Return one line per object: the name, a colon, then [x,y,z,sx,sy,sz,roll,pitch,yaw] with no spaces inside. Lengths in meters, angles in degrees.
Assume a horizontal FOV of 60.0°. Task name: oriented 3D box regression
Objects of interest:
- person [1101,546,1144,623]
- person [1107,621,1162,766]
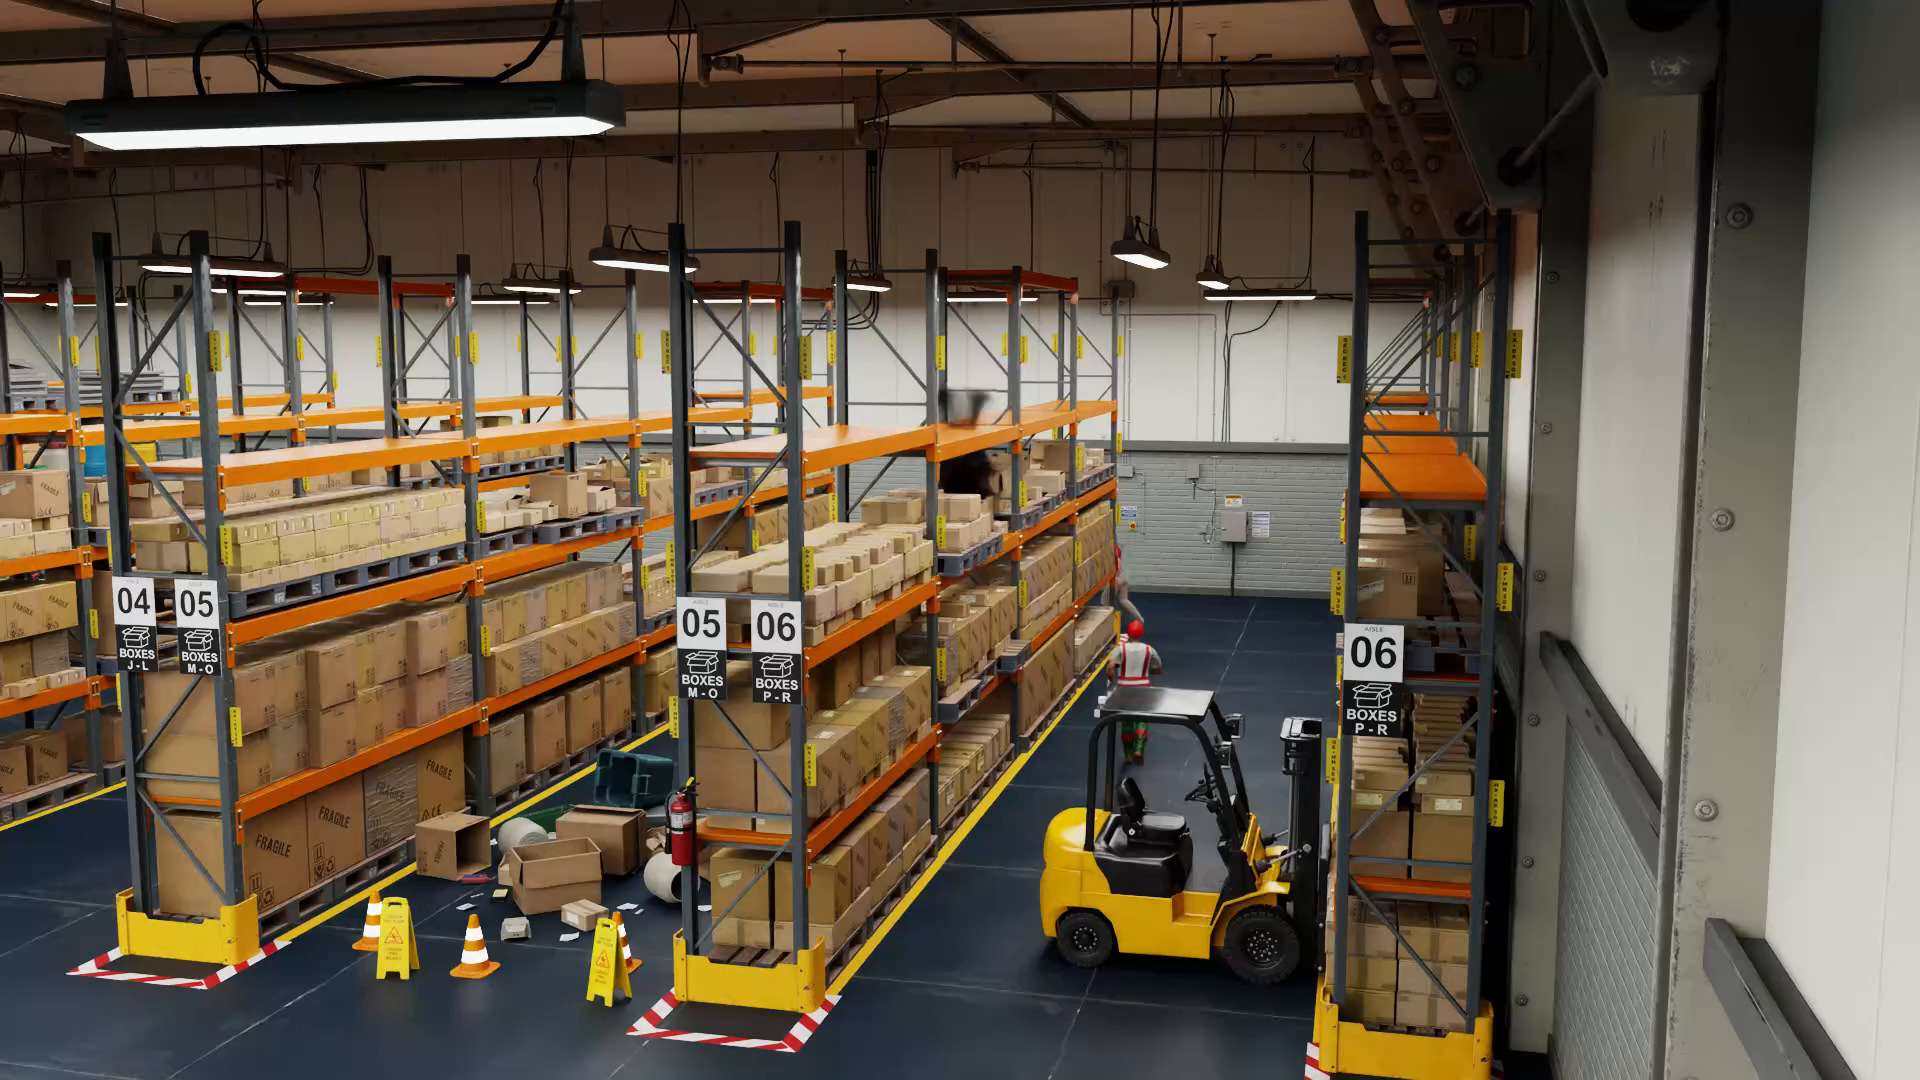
person: [2.736,0.759,29.253,1.043,1.751,0.631,3,8,26]
person: [2.088,1.830,19.936,0.657,1.763,1.000,1,7,9]
